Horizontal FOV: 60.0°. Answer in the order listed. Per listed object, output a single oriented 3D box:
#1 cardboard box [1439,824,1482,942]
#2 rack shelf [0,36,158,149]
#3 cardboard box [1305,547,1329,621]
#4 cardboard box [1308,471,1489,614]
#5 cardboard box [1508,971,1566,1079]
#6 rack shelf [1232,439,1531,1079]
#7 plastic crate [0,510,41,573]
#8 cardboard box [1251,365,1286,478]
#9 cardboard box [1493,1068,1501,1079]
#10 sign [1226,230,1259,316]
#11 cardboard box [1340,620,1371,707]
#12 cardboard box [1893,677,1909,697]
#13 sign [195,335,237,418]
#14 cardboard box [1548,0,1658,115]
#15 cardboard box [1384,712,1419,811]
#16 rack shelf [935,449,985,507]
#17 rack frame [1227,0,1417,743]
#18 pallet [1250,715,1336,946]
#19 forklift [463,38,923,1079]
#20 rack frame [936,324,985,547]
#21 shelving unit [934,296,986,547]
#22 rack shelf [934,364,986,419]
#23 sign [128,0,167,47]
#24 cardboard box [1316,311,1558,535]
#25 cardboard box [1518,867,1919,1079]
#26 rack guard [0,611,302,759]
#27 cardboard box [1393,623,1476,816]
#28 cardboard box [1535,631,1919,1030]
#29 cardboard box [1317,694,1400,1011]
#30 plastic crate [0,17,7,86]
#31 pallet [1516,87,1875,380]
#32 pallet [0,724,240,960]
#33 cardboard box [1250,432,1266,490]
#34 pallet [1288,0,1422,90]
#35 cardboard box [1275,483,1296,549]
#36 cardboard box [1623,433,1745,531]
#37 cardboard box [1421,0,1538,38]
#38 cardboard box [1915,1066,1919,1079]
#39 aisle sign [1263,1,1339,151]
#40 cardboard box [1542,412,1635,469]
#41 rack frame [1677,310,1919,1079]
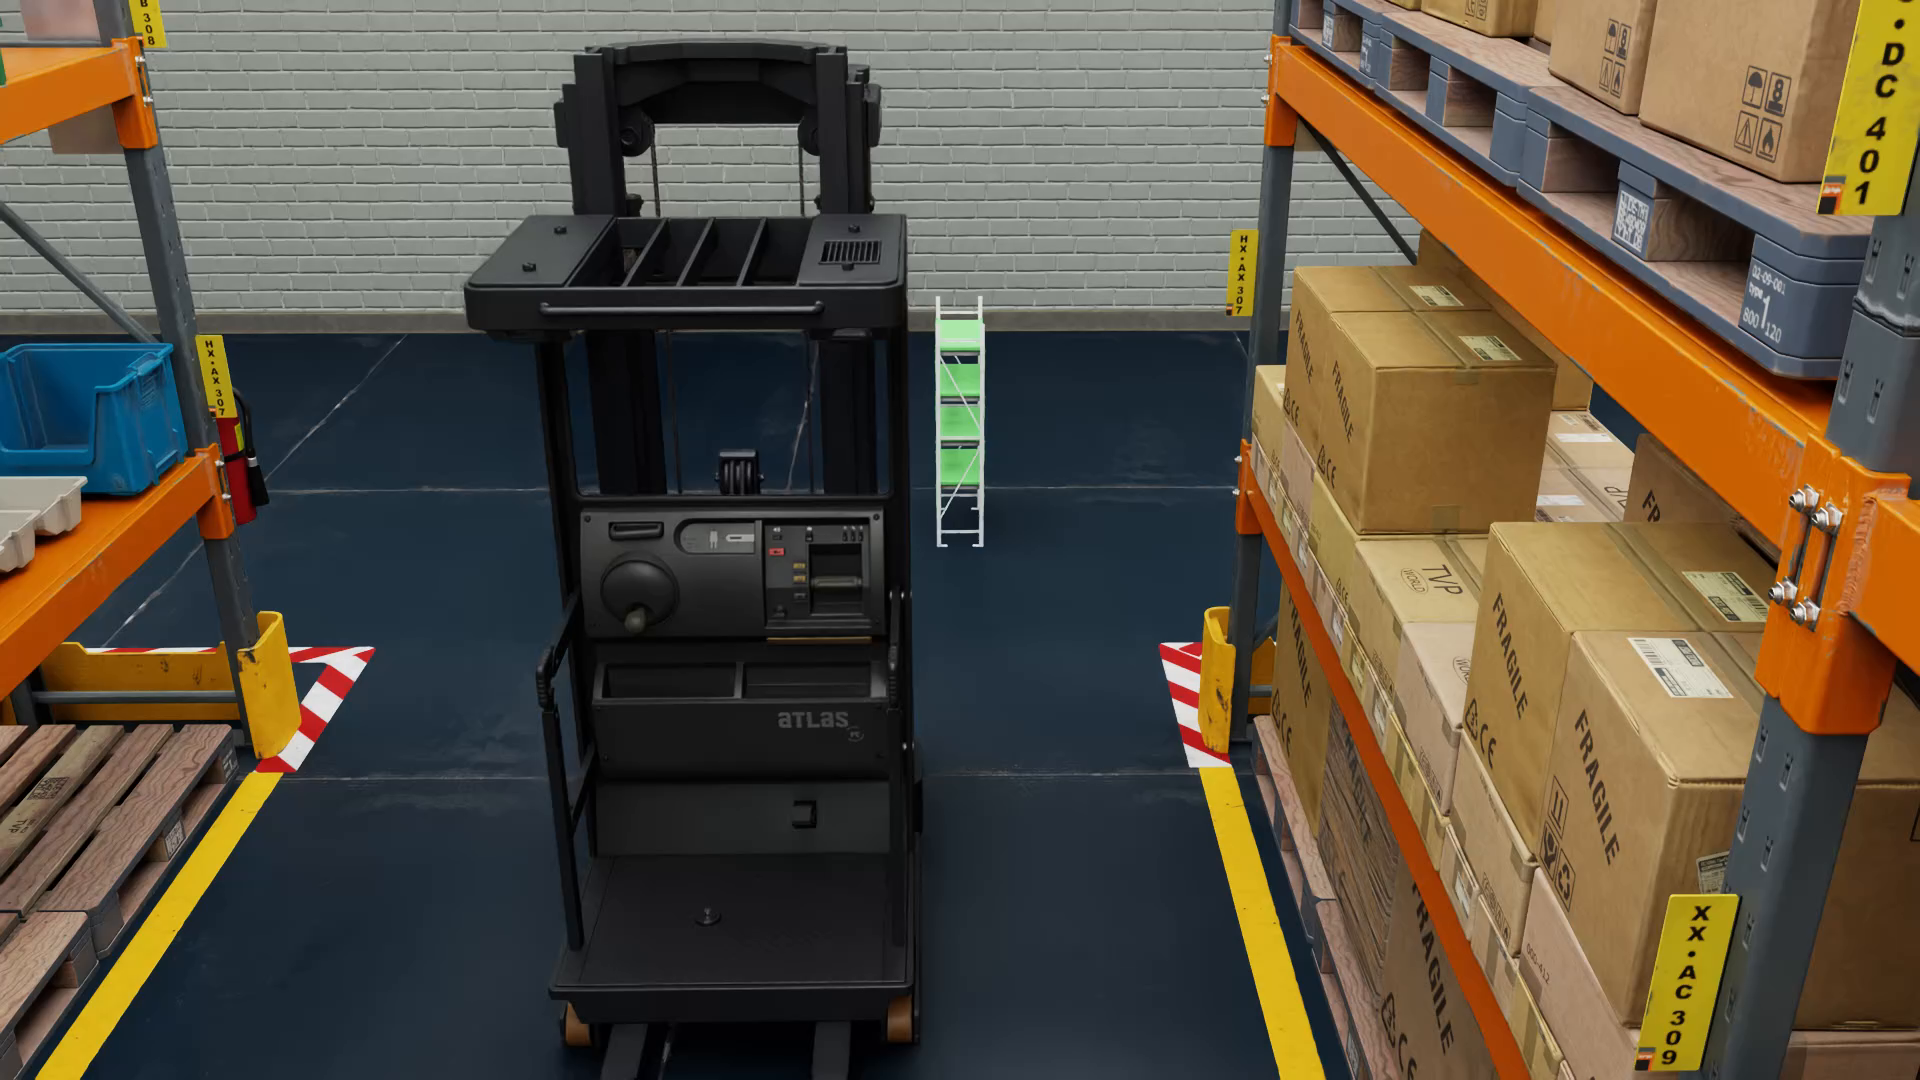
[{"bbox_3d":[1.301,0.766,3.721,0.380,0.149,0.250,0,24,0],"label":"cardboard box"},{"bbox_3d":[-3.334,-0.747,3.995,1.077,0.370,4.000,0,24,-1],"label":"rack shelf"},{"bbox_3d":[1.284,0.131,5.125,0.380,0.149,0.250,-1,24,-2],"label":"cardboard box"},{"bbox_3d":[1.346,-0.002,4.935,0.500,0.250,0.500,-1,24,-2],"label":"cardboard box"},{"bbox_3d":[1.306,0.978,3.253,0.380,0.149,0.250,0,24,0],"label":"cardboard box"},{"bbox_3d":[1.618,0.597,4.663,1.077,0.370,4.000,0,24,-1],"label":"rack shelf"},{"bbox_3d":[-3.177,0.015,5.324,0.396,0.136,0.243,0,24,-1],"label":"plastic crate"},{"bbox_3d":[1.332,-0.423,5.866,0.500,0.250,0.500,-1,24,-2],"label":"cardboard box"},{"bbox_3d":[1.713,1.598,3.646,0.875,0.875,0.875,0,24,-1],"label":"cardboard box"},{"bbox_3d":[1.042,-0.985,6.142,0.100,0.325,0.005,0,24,-1],"label":"sign"},{"bbox_3d":[1.289,0.341,4.660,0.380,0.149,0.250,-1,24,-2],"label":"cardboard box"},{"bbox_3d":[1.891,0.486,2.946,0.500,0.500,0.500,0,24,-1],"label":"cardboard box"},{"bbox_3d":[-2.806,-0.616,6.274,0.100,0.325,0.005,0,24,-1],"label":"sign"},{"bbox_3d":[1.570,-1.099,3.149,0.700,0.500,0.500,1,24,2],"label":"cardboard box"},{"bbox_3d":[1.295,0.554,4.189,0.380,0.149,0.250,-1,24,-1],"label":"cardboard box"},{"bbox_3d":[-0.002,-0.338,8.779,0.258,0.148,0.480,0,24,-1],"label":"rack shelf"},{"bbox_3d":[1.597,-0.555,6.336,1.000,3.000,0.127,0,24,-1],"label":"rack frame"},{"bbox_3d":[1.684,1.045,6.183,1.003,0.211,1.213,0,24,-1],"label":"pallet"},{"bbox_3d":[-0.691,0.126,4.914,1.130,2.935,3.031,0,24,-1],"label":"forklift"},{"bbox_3d":[0.001,-0.514,8.431,0.240,1.200,0.015,0,24,-1],"label":"rack frame"},{"bbox_3d":[-0.002,-0.615,8.654,0.258,1.200,0.503,0,24,-1],"label":"shelving unit"},{"bbox_3d":[-0.002,-0.775,8.581,0.258,0.148,0.480,0,24,-1],"label":"rack shelf"},{"bbox_3d":[-2.806,-1.861,5.711,0.100,0.325,0.005,0,24,-1],"label":"sign"},{"bbox_3d":[1.349,-0.345,4.784,0.500,0.500,0.500,-1,24,-2],"label":"cardboard box"},{"bbox_3d":[1.373,0.846,3.061,0.500,0.250,0.500,-1,24,-2],"label":"cardboard box"},{"bbox_3d":[-3.369,0.597,6.824,1.175,0.500,0.348,0,24,-1],"label":"rack guard"},{"bbox_3d":[1.359,0.422,3.998,0.500,0.250,0.500,0,24,1],"label":"cardboard box"},{"bbox_3d":[1.368,0.496,2.923,0.500,0.500,0.500,0,24,1],"label":"cardboard box"},{"bbox_3d":[1.694,0.860,5.276,0.875,0.875,0.875,0,24,-1],"label":"cardboard box"},{"bbox_3d":[-3.060,-1.397,4.817,0.450,0.188,0.336,0,24,-1],"label":"plastic crate"},{"bbox_3d":[1.642,-0.570,2.838,1.003,0.211,1.213,0,24,-1],"label":"pallet"},{"bbox_3d":[-3.386,1.078,6.110,1.003,0.211,1.213,0,24,-1],"label":"pallet"},{"bbox_3d":[1.271,-0.292,6.062,0.380,0.149,0.250,0,24,0],"label":"cardboard box"},{"bbox_3d":[1.615,-1.575,5.061,1.003,0.211,1.213,0,24,-1],"label":"pallet"},{"bbox_3d":[1.278,-0.081,5.595,0.380,0.149,0.250,-1,24,-2],"label":"cardboard box"},{"bbox_3d":[1.883,0.069,3.869,0.500,0.500,0.500,-1,24,-2],"label":"cardboard box"},{"bbox_3d":[1.596,-1.545,4.133,0.700,0.500,0.500,-2,24,-4],"label":"cardboard box"},{"bbox_3d":[1.897,0.832,3.092,0.500,0.250,0.500,-1,24,-2],"label":"cardboard box"},{"bbox_3d":[1.296,-1.768,5.863,0.394,0.787,0.004,0,24,-1],"label":"aisle sign"},{"bbox_3d":[1.872,-0.214,5.405,0.500,0.250,0.500,-1,24,-1],"label":"cardboard box"},{"bbox_3d":[1.640,1.094,2.692,1.000,3.000,0.127,0,24,-1],"label":"rack frame"}]
